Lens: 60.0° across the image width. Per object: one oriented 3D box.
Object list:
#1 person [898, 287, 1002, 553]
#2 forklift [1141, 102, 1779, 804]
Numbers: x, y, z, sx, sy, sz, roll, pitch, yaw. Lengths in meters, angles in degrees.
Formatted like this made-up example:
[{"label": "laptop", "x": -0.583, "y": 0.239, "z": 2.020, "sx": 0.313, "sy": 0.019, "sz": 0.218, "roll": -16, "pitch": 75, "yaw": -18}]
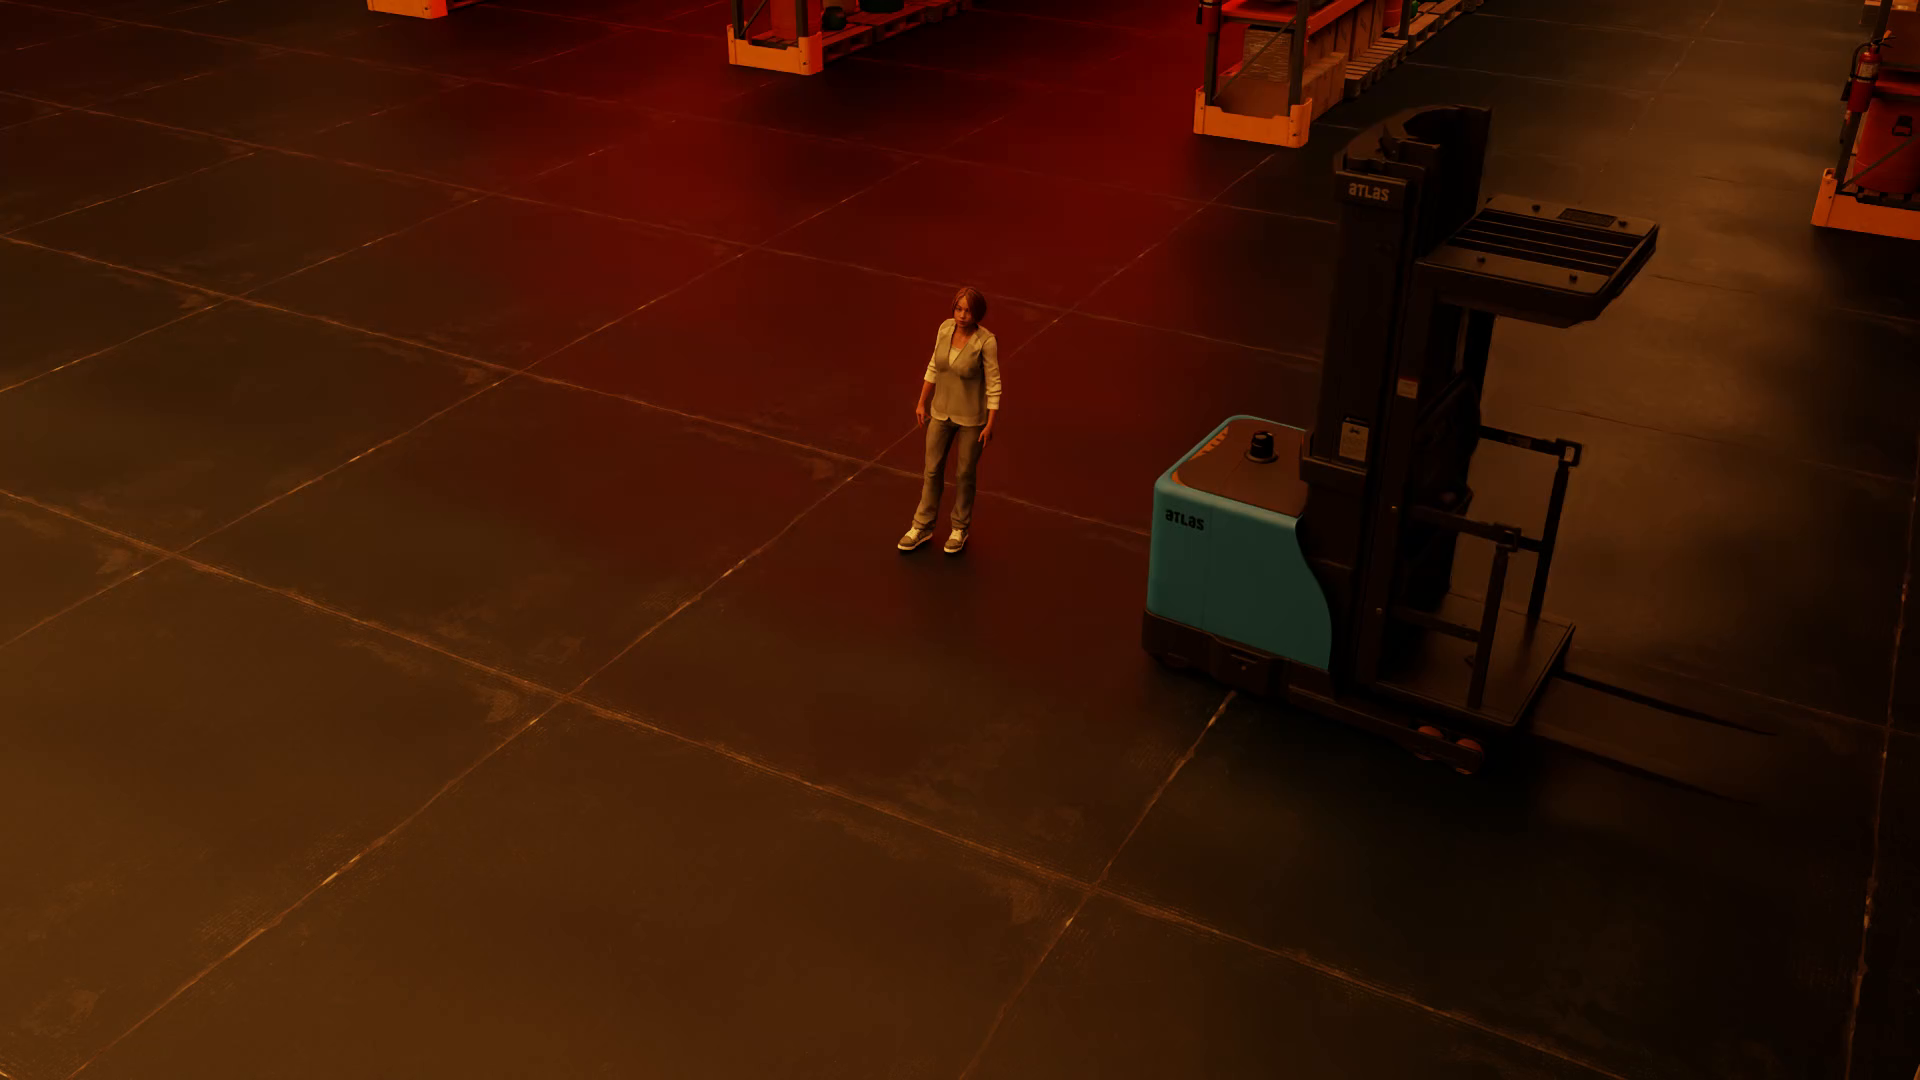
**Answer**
[{"label": "person", "x": -0.048, "y": -0.669, "z": 9.550, "sx": 0.521, "sy": 1.596, "sz": 0.475, "roll": 15, "pitch": 33, "yaw": 25}, {"label": "forklift", "x": 2.484, "y": -0.441, "z": 7.835, "sx": 3.031, "sy": 2.935, "sz": 1.130, "roll": 18, "pitch": 35, "yaw": 28}]
